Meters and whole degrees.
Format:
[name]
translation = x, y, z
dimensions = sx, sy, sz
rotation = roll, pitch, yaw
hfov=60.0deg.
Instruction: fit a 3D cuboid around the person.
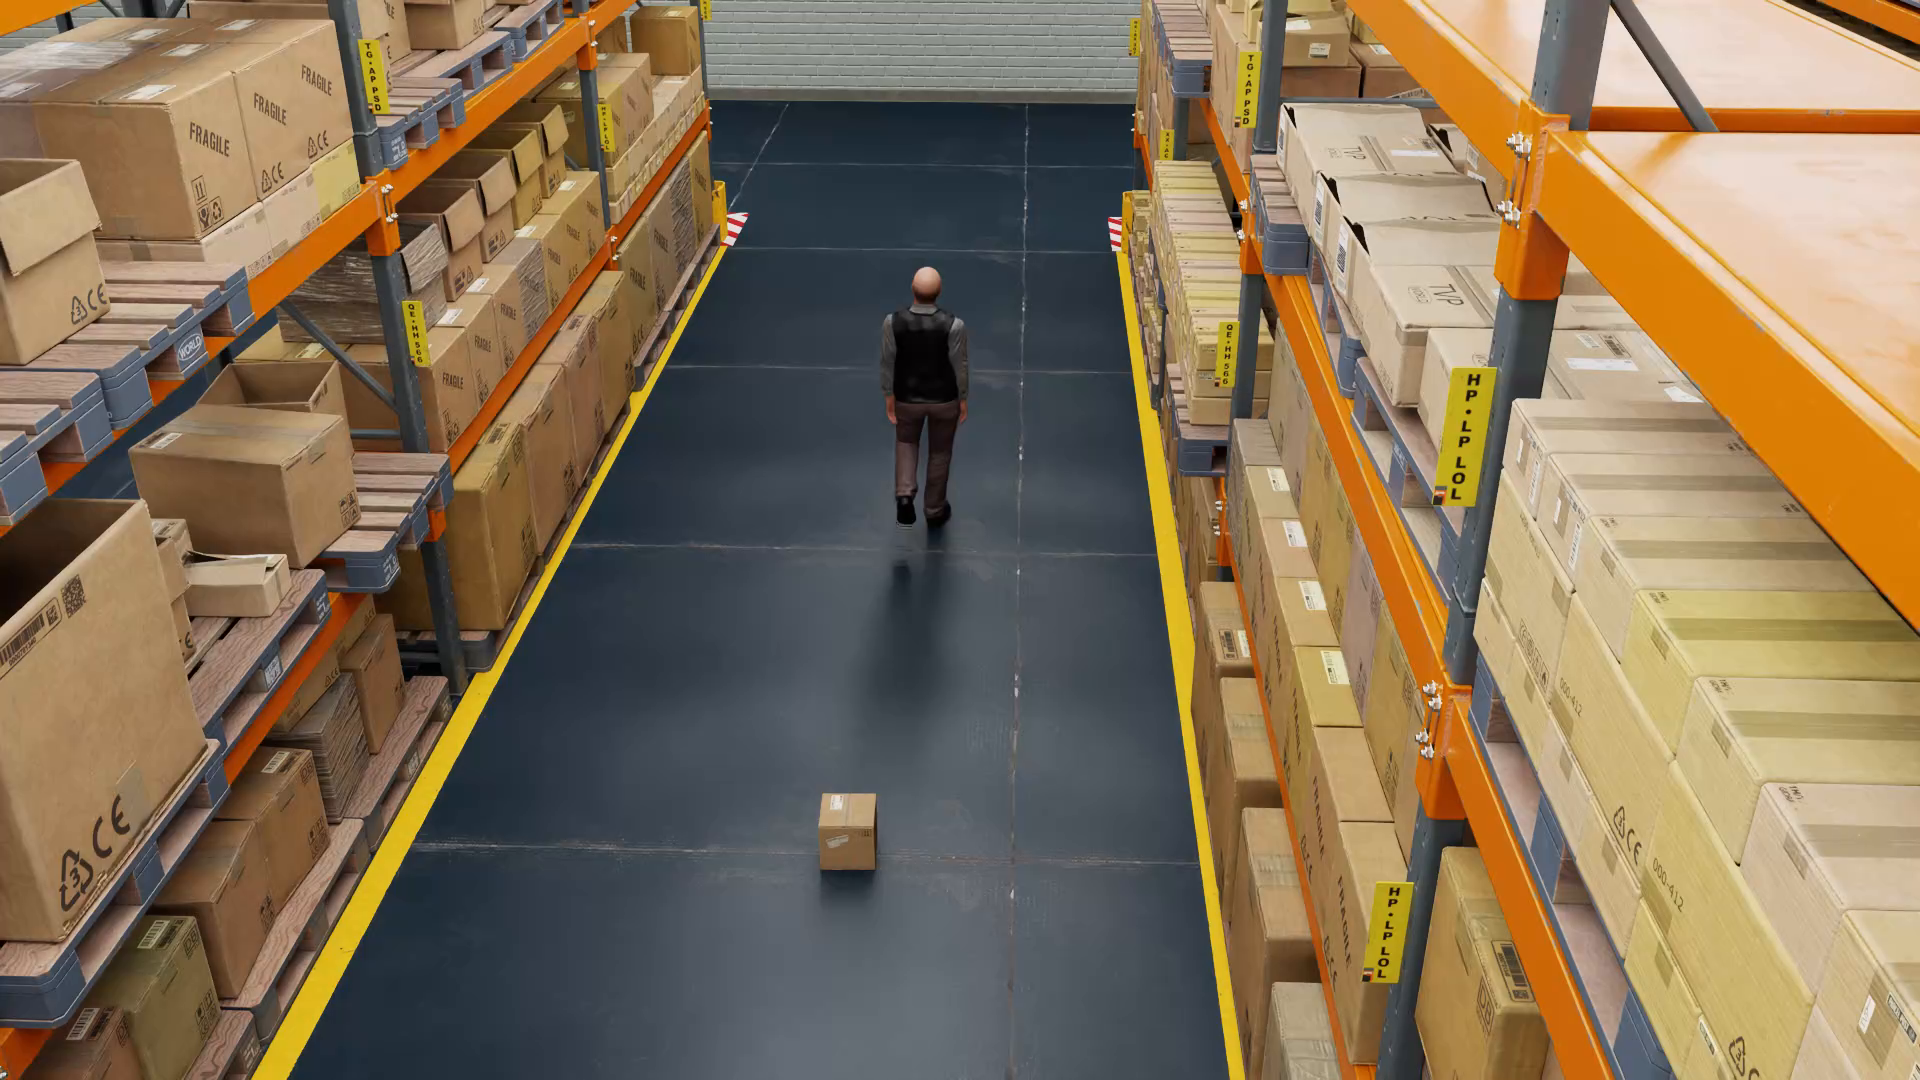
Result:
[person]
translation = -0.216, -0.861, 10.238
dimensions = 0.540, 1.709, 0.551
rotation = 4, 28, 7
